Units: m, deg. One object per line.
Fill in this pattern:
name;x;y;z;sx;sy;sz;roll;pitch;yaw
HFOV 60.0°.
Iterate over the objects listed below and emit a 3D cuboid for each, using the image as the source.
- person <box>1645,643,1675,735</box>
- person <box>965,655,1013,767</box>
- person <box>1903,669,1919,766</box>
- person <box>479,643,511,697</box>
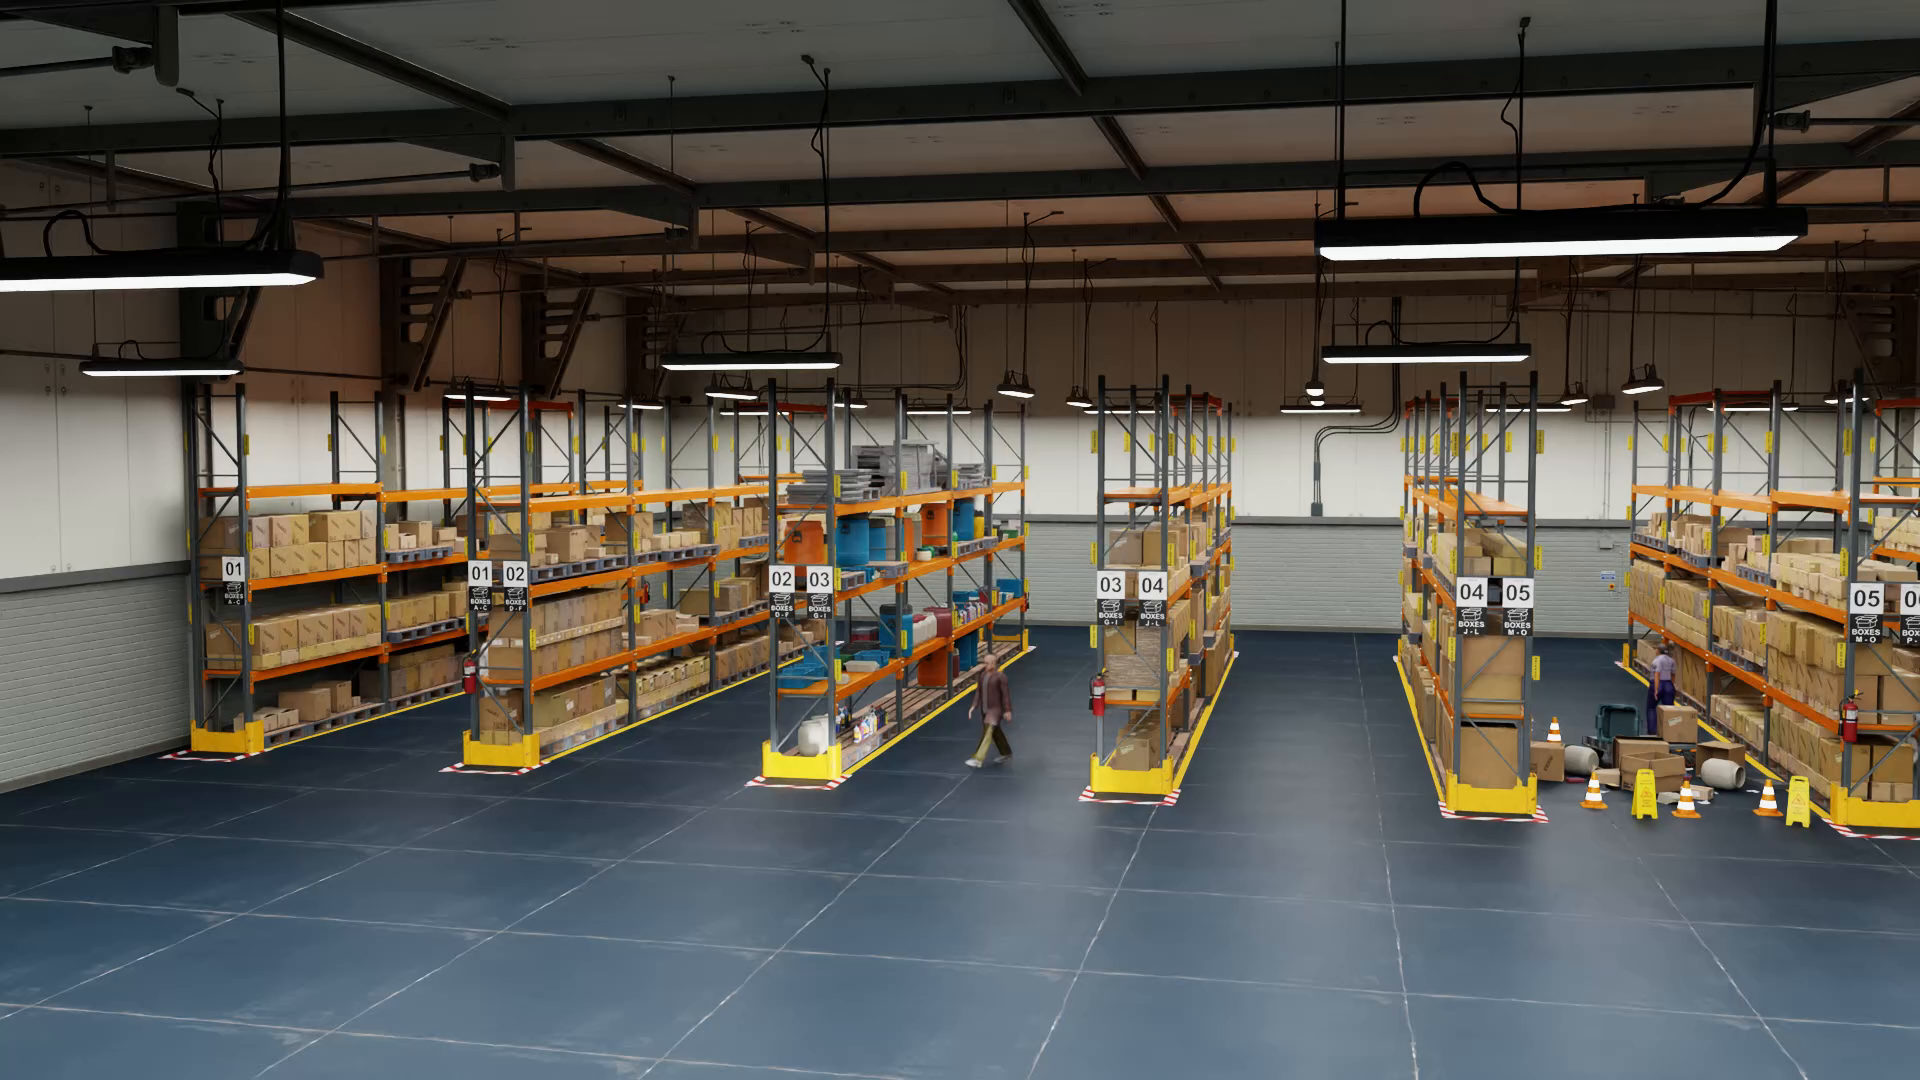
person;11.931;2.602;28.227;0.498;1.673;0.626;0;3;0
person;0.423;2.656;25.815;1.132;1.696;0.620;-2;4;-36
person;14.958;2.776;25.945;0.469;1.495;0.729;1;3;15
person;-8.255;2.437;29.653;0.669;1.762;0.753;0;3;-2
